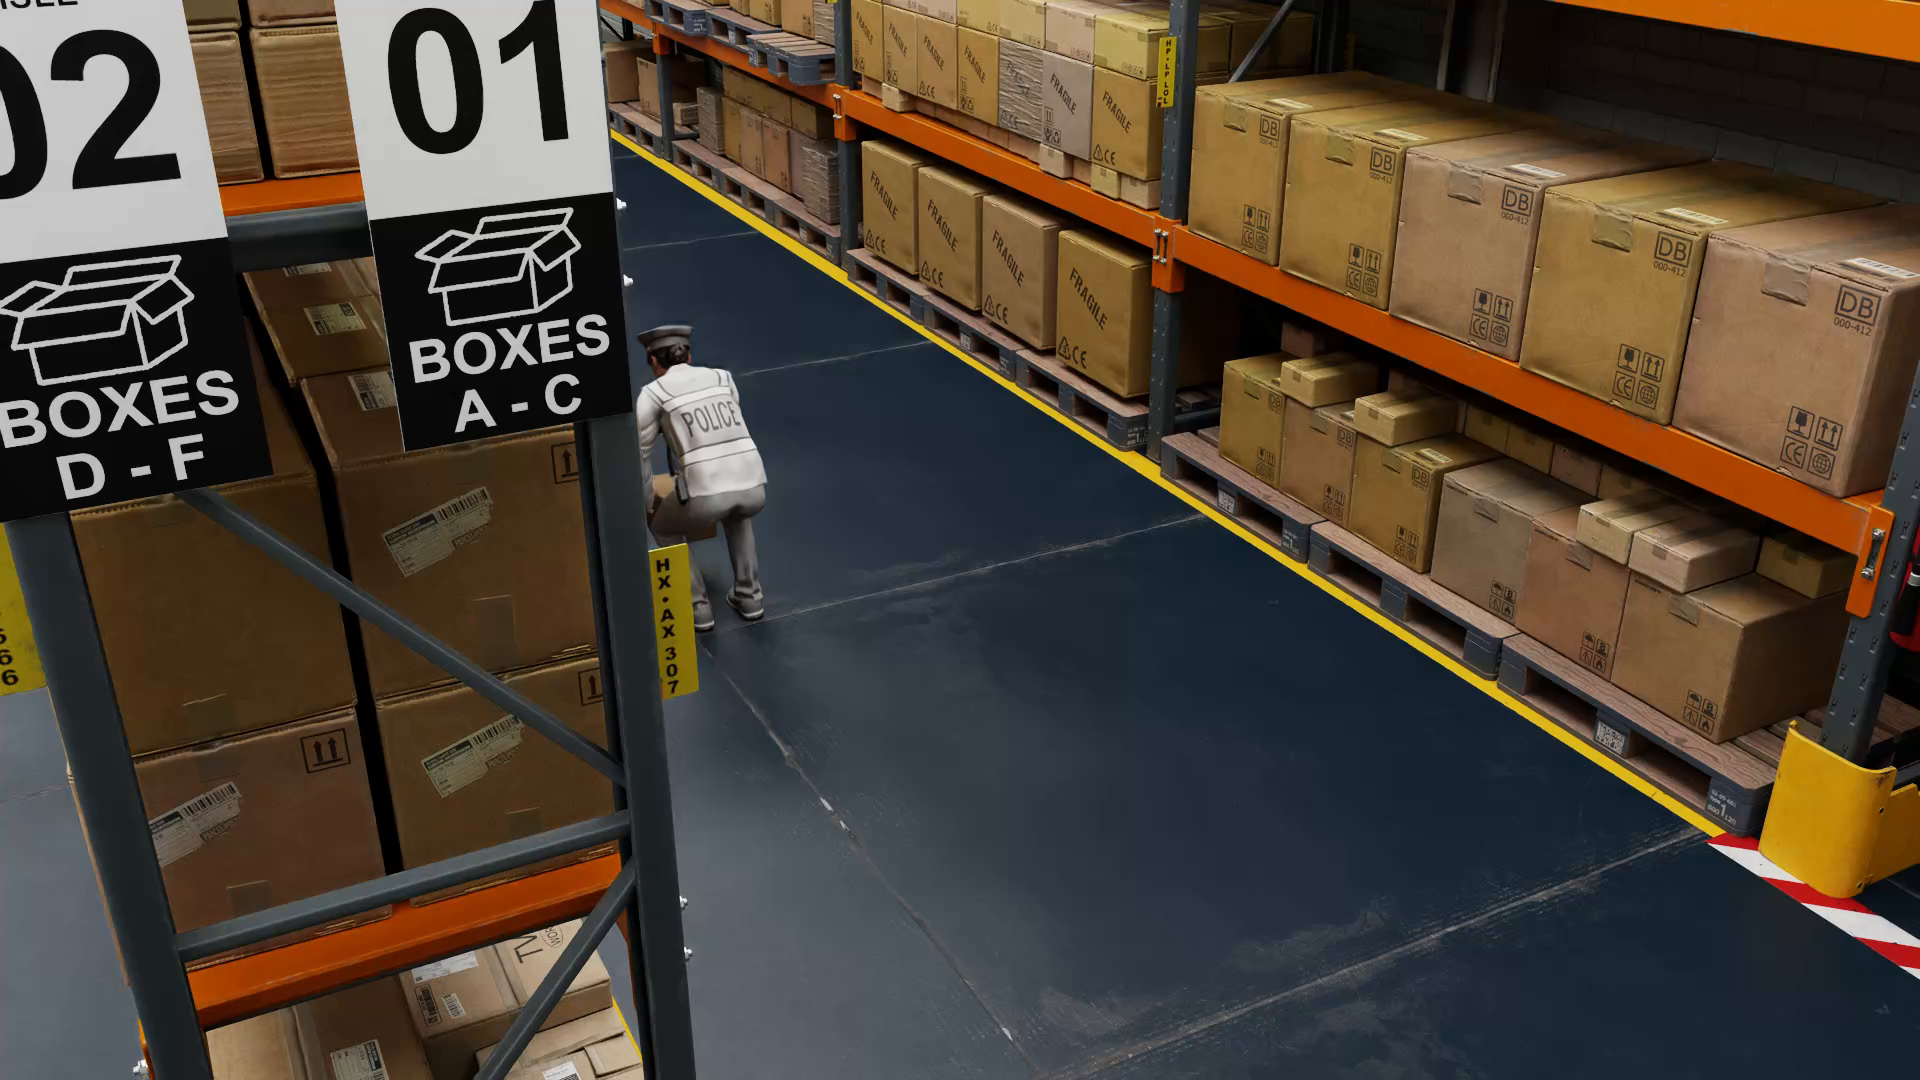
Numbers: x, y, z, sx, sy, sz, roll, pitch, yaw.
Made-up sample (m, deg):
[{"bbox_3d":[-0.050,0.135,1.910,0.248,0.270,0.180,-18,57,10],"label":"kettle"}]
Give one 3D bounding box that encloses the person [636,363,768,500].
[{"bbox_3d":[-1.089,-0.394,6.979,0.532,0.612,0.595,-13,29,-25],"label":"person"}]
